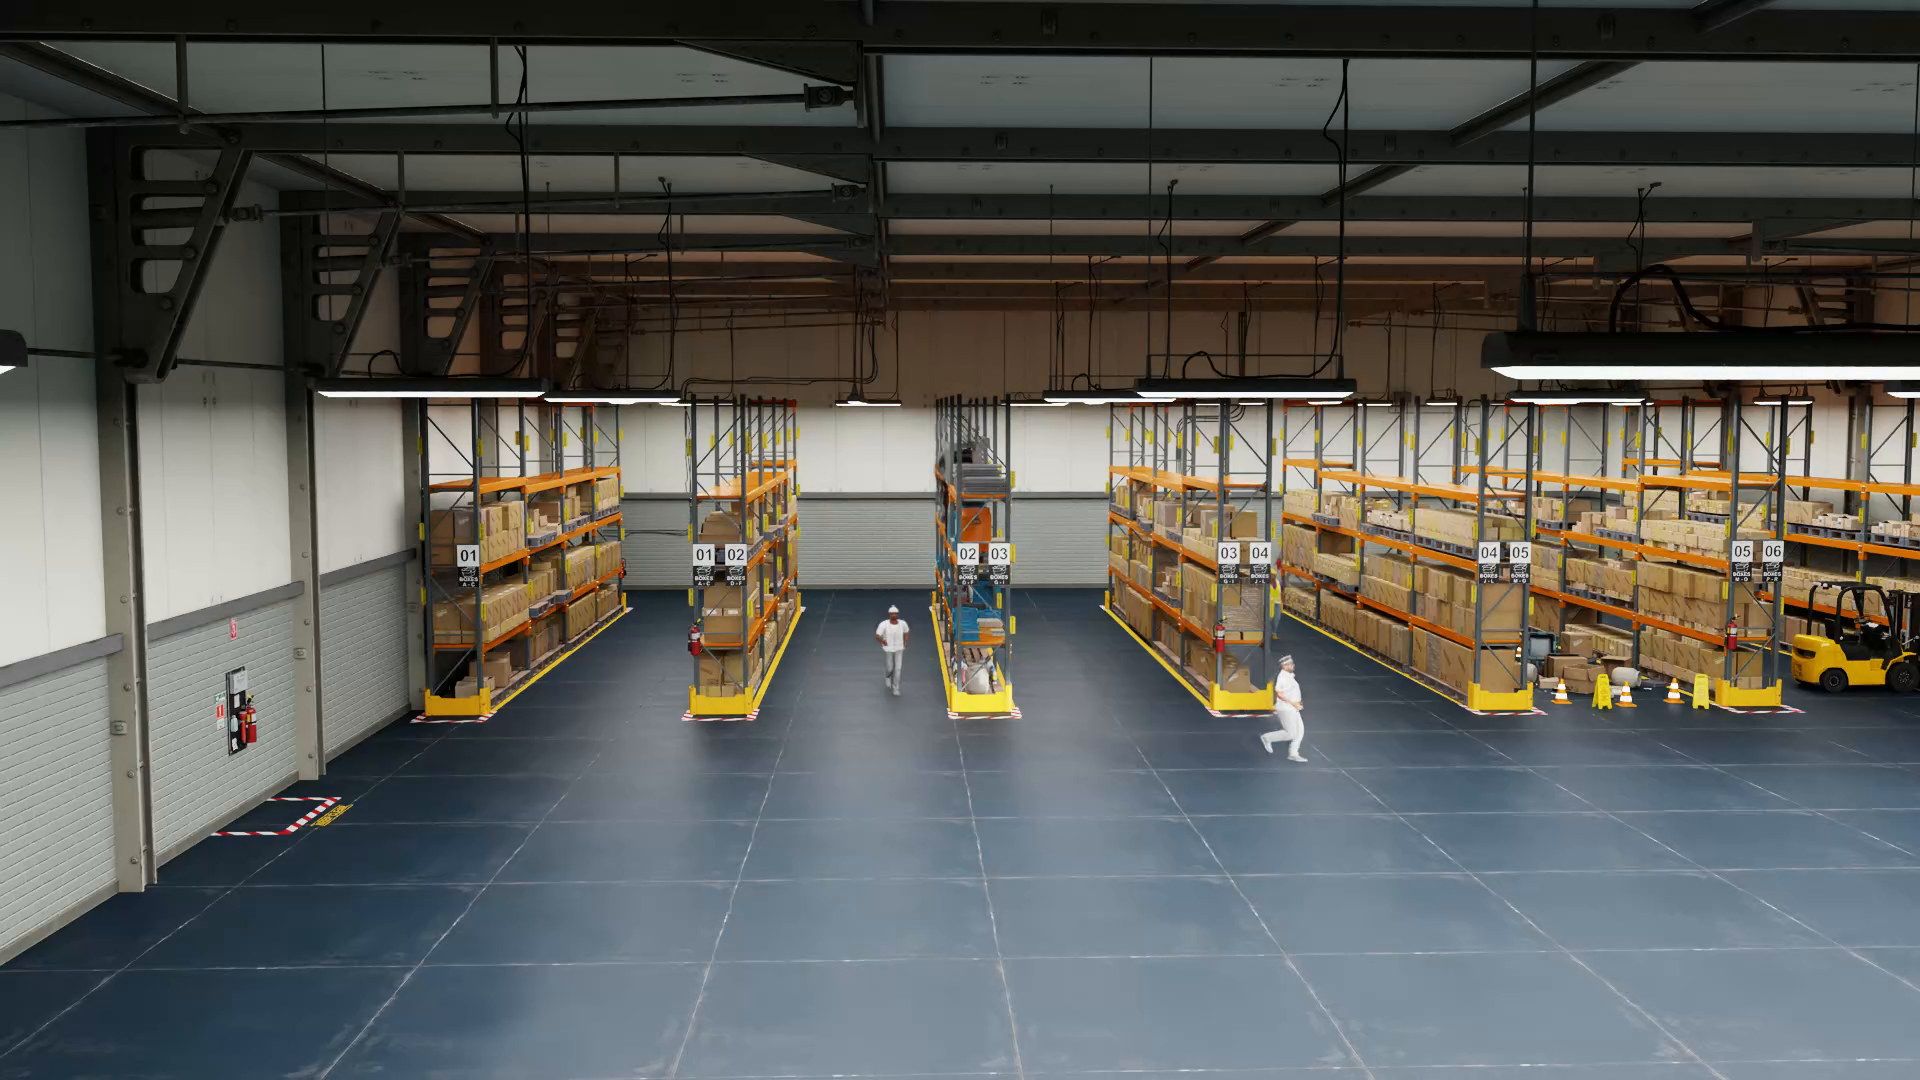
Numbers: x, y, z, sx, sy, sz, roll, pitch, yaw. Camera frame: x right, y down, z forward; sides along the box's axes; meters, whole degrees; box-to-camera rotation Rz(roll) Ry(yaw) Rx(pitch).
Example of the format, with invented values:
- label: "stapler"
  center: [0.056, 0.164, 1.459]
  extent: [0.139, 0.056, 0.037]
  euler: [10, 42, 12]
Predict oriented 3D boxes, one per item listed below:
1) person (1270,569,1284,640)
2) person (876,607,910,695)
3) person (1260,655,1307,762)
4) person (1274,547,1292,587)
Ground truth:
- label: "person"
  center: [7.794, 1.597, 41.524]
  extent: [0.699, 1.738, 0.758]
  euler: [-1, 5, -12]
- label: "person"
  center: [-1.333, 2.204, 33.380]
  extent: [0.712, 1.745, 0.897]
  euler: [-1, 5, -11]
- label: "person"
  center: [5.289, 2.727, 27.053]
  extent: [0.751, 1.752, 0.663]
  euler: [2, 5, 21]
- label: "person"
  center: [9.584, 1.005, 49.012]
  extent: [0.897, 1.786, 0.724]
  euler: [0, 5, -6]
